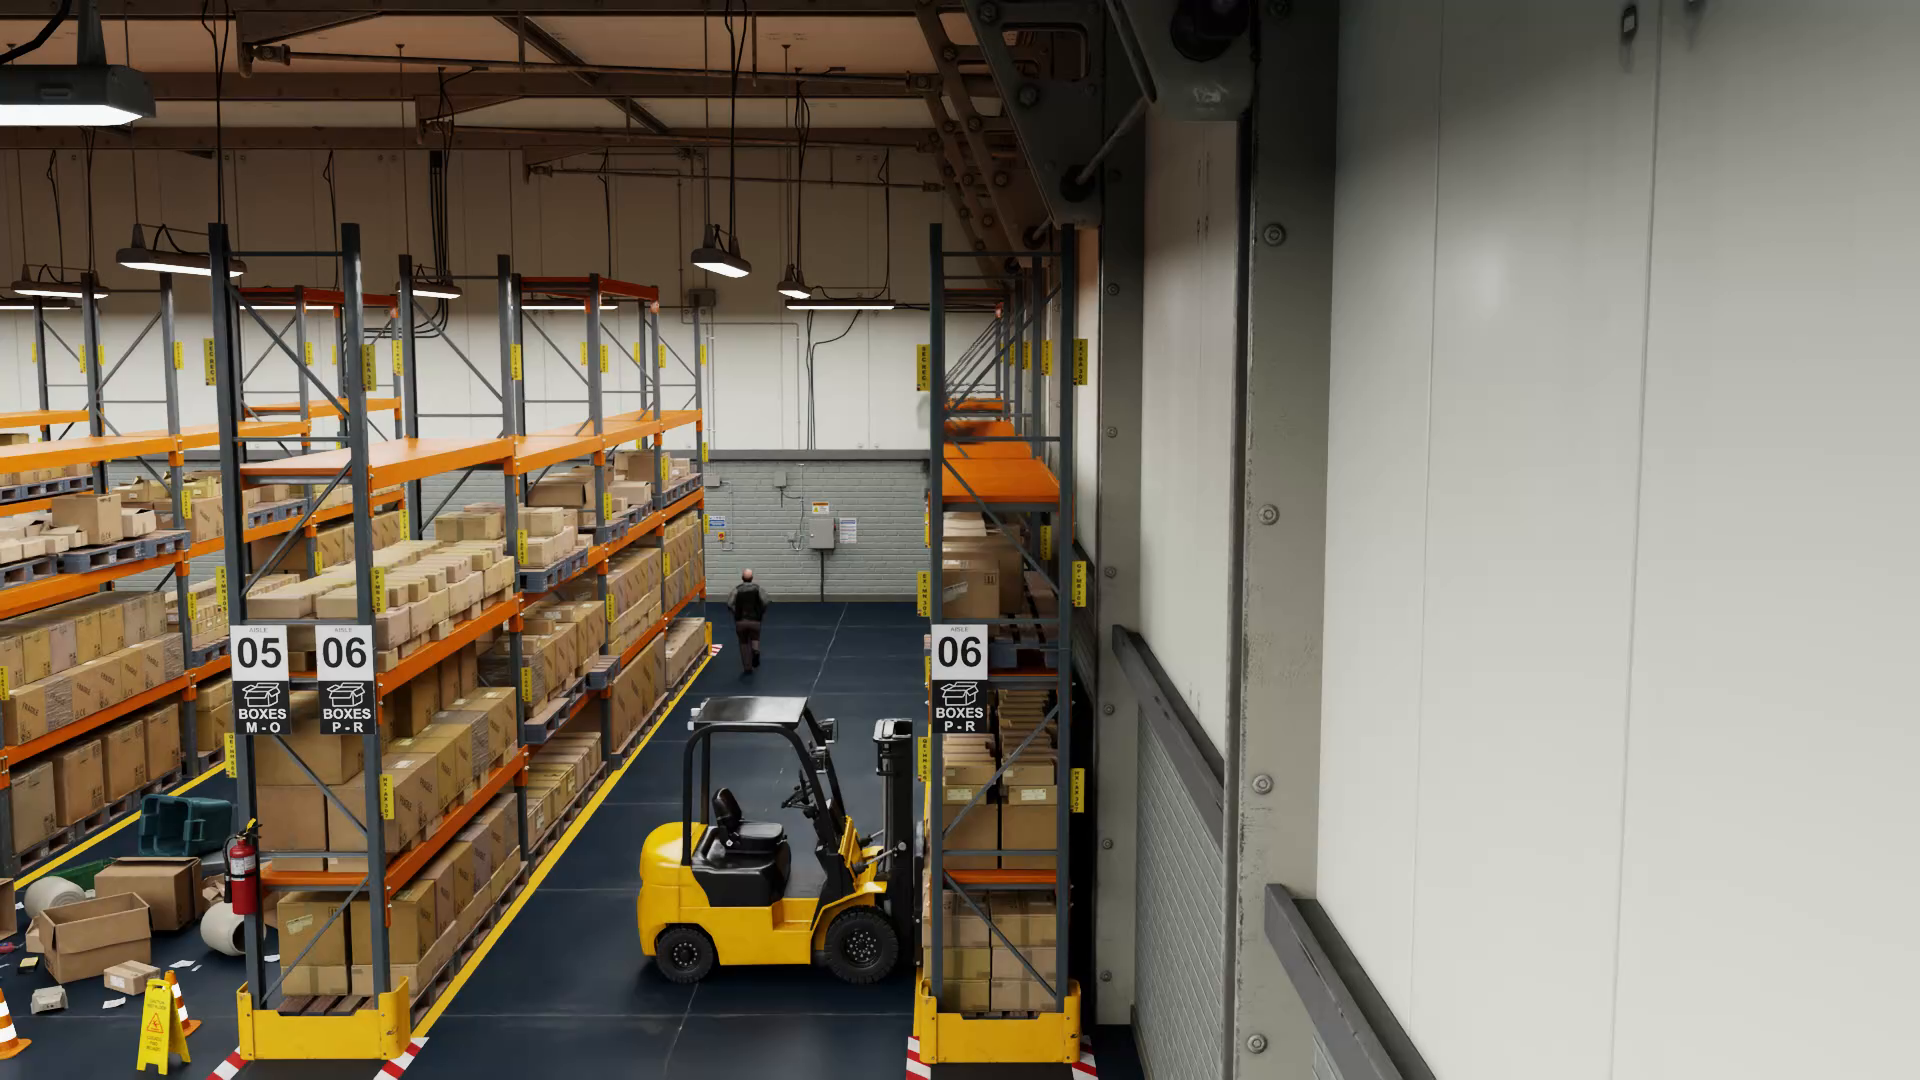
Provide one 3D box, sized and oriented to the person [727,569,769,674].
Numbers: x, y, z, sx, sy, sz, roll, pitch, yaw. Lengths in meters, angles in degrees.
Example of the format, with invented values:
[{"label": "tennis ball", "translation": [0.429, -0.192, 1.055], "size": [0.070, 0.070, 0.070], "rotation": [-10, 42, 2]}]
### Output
[{"label": "person", "translation": [-3.333, 1.325, 26.182], "size": [0.659, 1.609, 0.586], "rotation": [-1, 7, -10]}]
